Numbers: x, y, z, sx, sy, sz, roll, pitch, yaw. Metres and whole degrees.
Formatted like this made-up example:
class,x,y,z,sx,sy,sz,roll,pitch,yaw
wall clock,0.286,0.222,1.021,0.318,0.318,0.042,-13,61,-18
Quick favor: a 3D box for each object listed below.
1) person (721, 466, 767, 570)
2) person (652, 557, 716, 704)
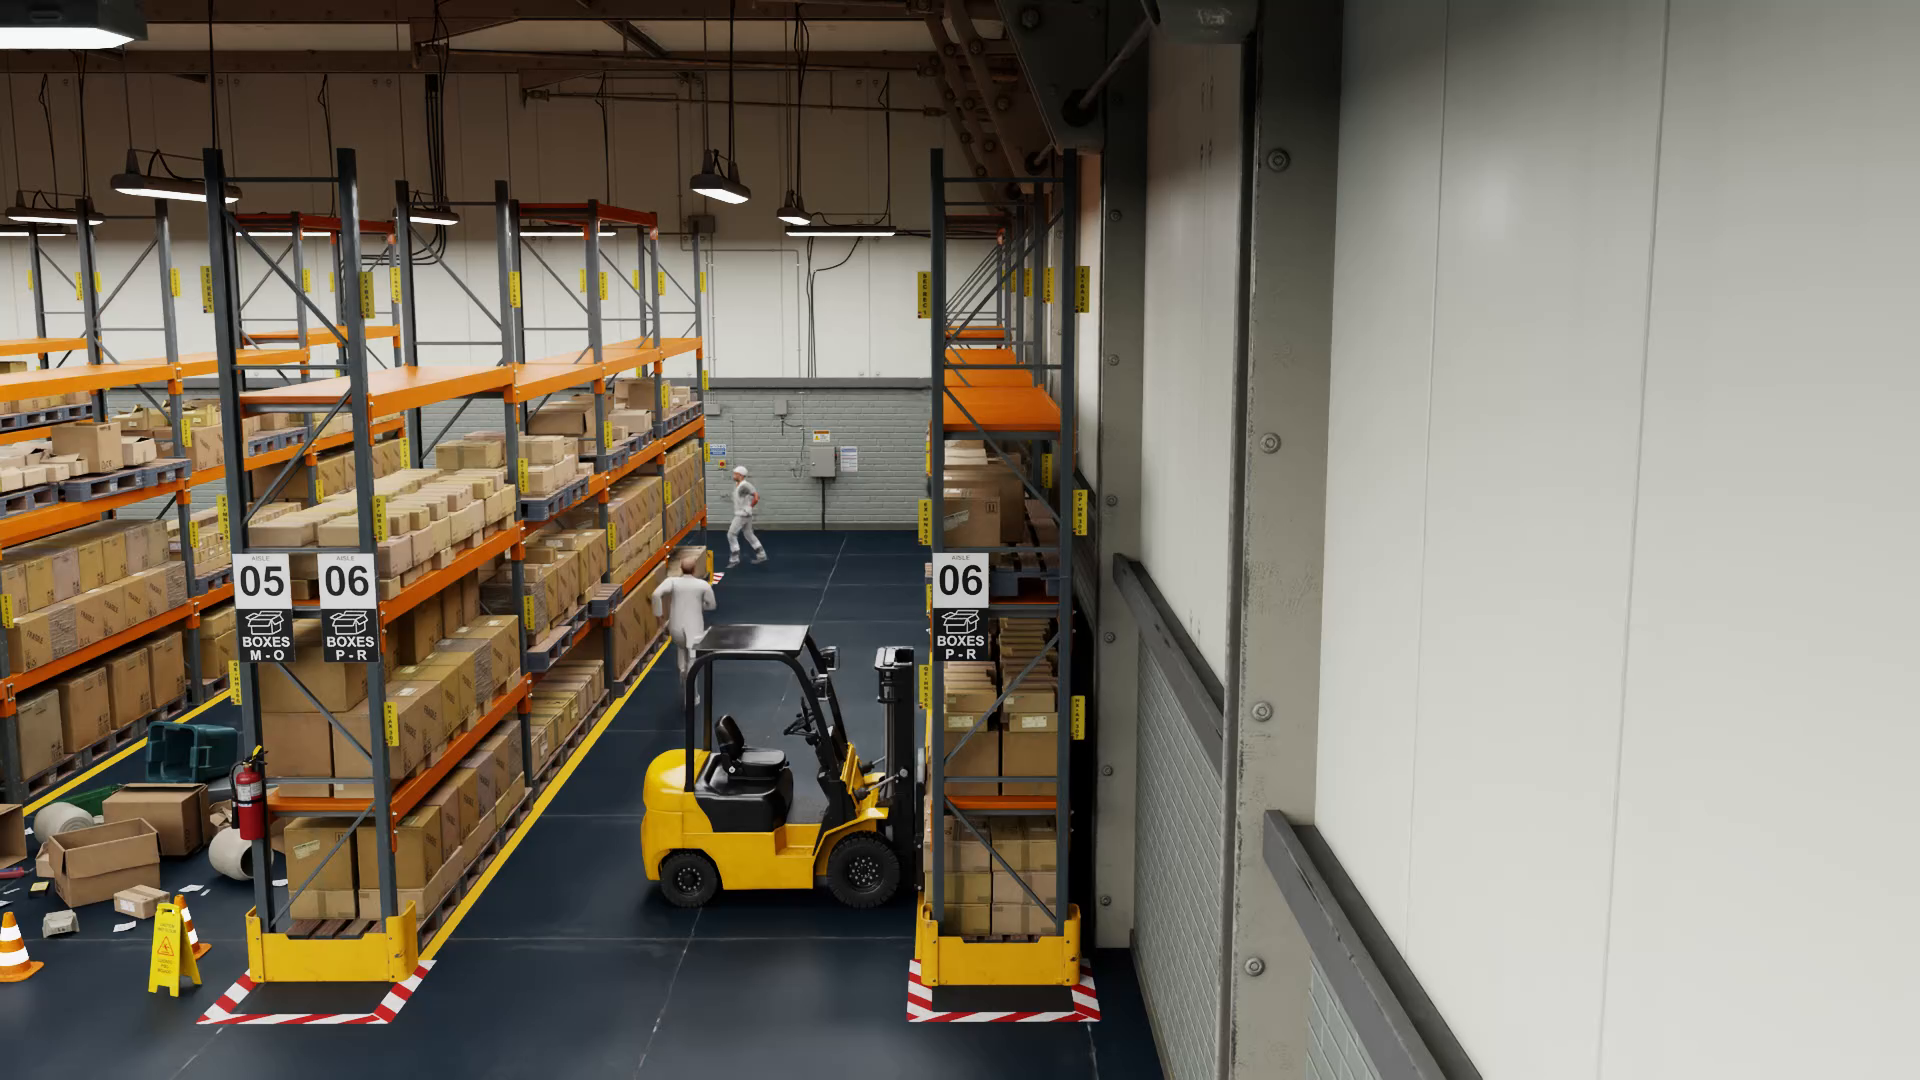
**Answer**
class,x,y,z,sx,sy,sz,roll,pitch,yaw
person,-3.814,-0.394,29.345,0.792,1.851,0.616,-1,9,-9
person,-3.306,1.072,20.024,0.720,1.736,0.952,0,9,3
